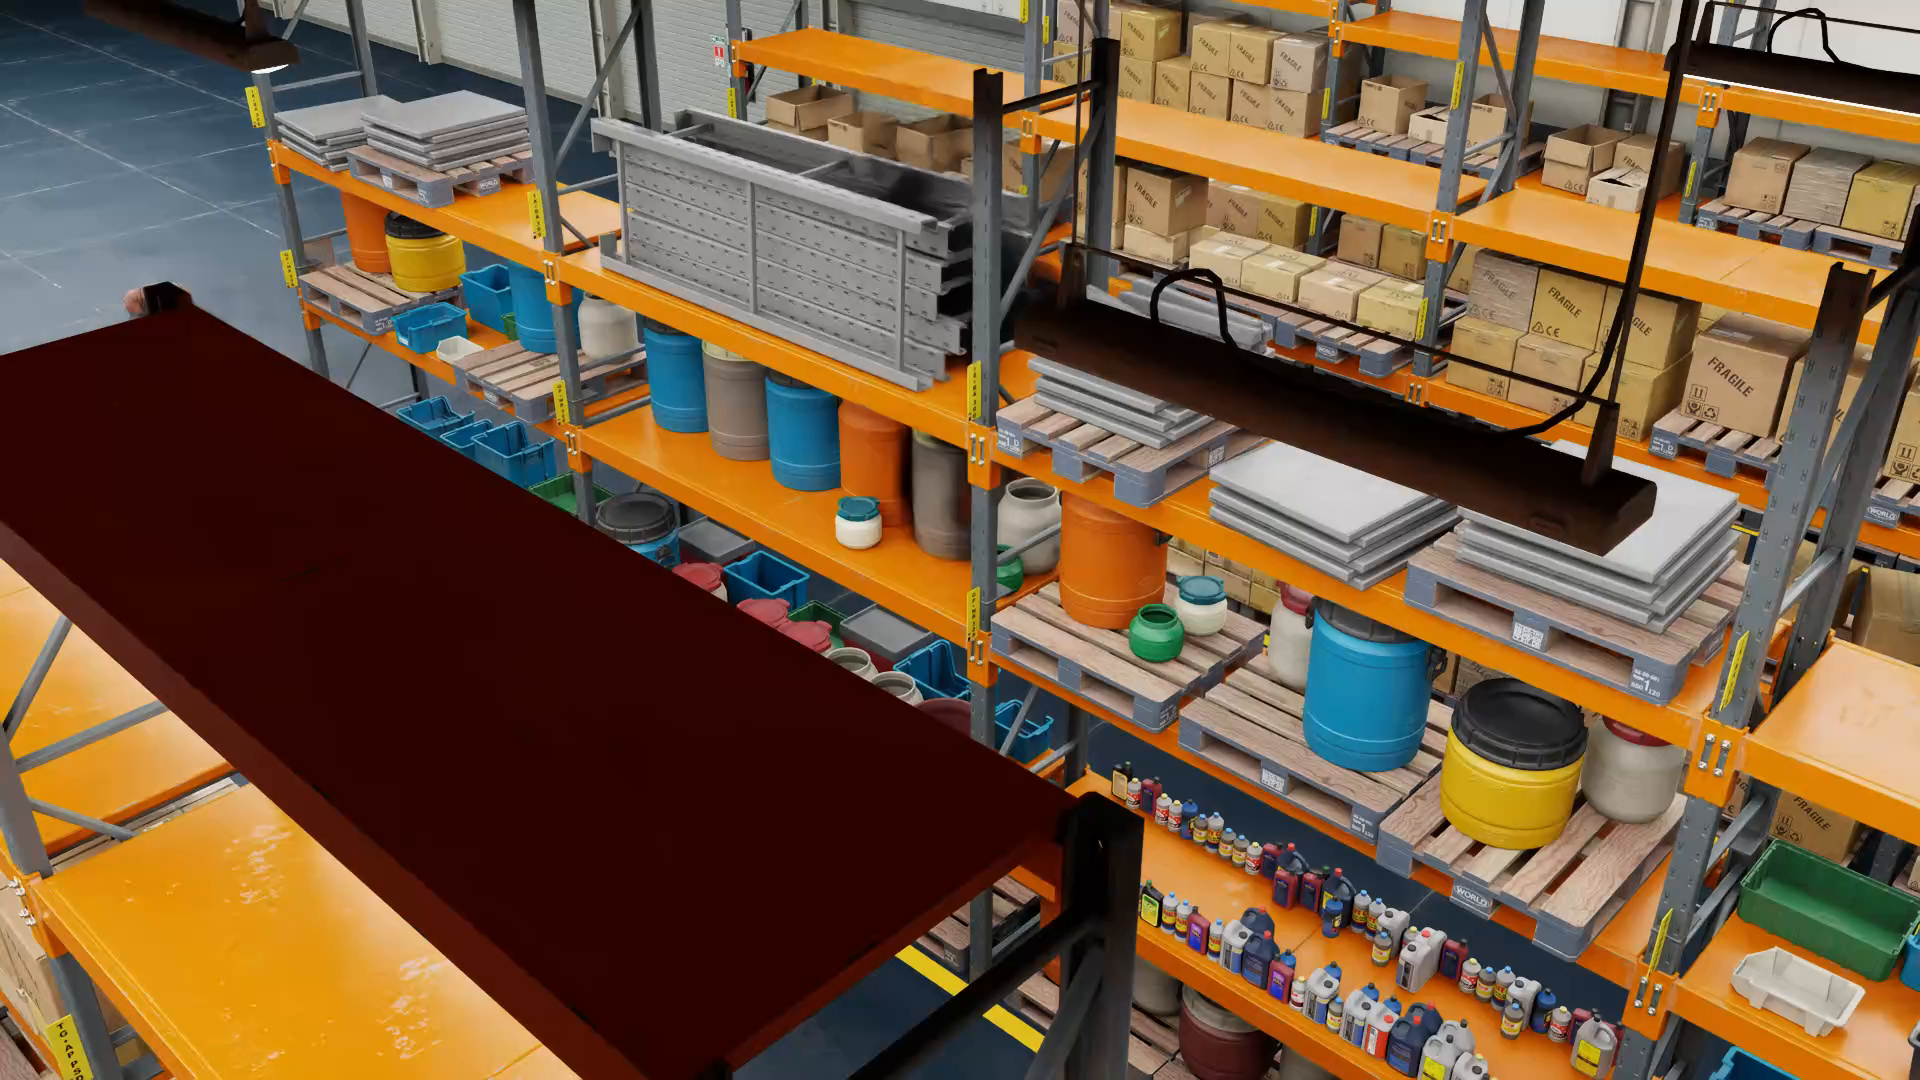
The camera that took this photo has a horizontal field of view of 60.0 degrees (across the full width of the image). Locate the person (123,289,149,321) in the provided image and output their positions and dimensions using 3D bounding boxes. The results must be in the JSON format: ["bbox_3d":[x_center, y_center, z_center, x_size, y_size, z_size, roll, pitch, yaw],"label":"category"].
[{"bbox_3d":[-8.687,-1.883,17.845,0.896,1.698,0.668,-11,31,-18],"label":"person"}]
